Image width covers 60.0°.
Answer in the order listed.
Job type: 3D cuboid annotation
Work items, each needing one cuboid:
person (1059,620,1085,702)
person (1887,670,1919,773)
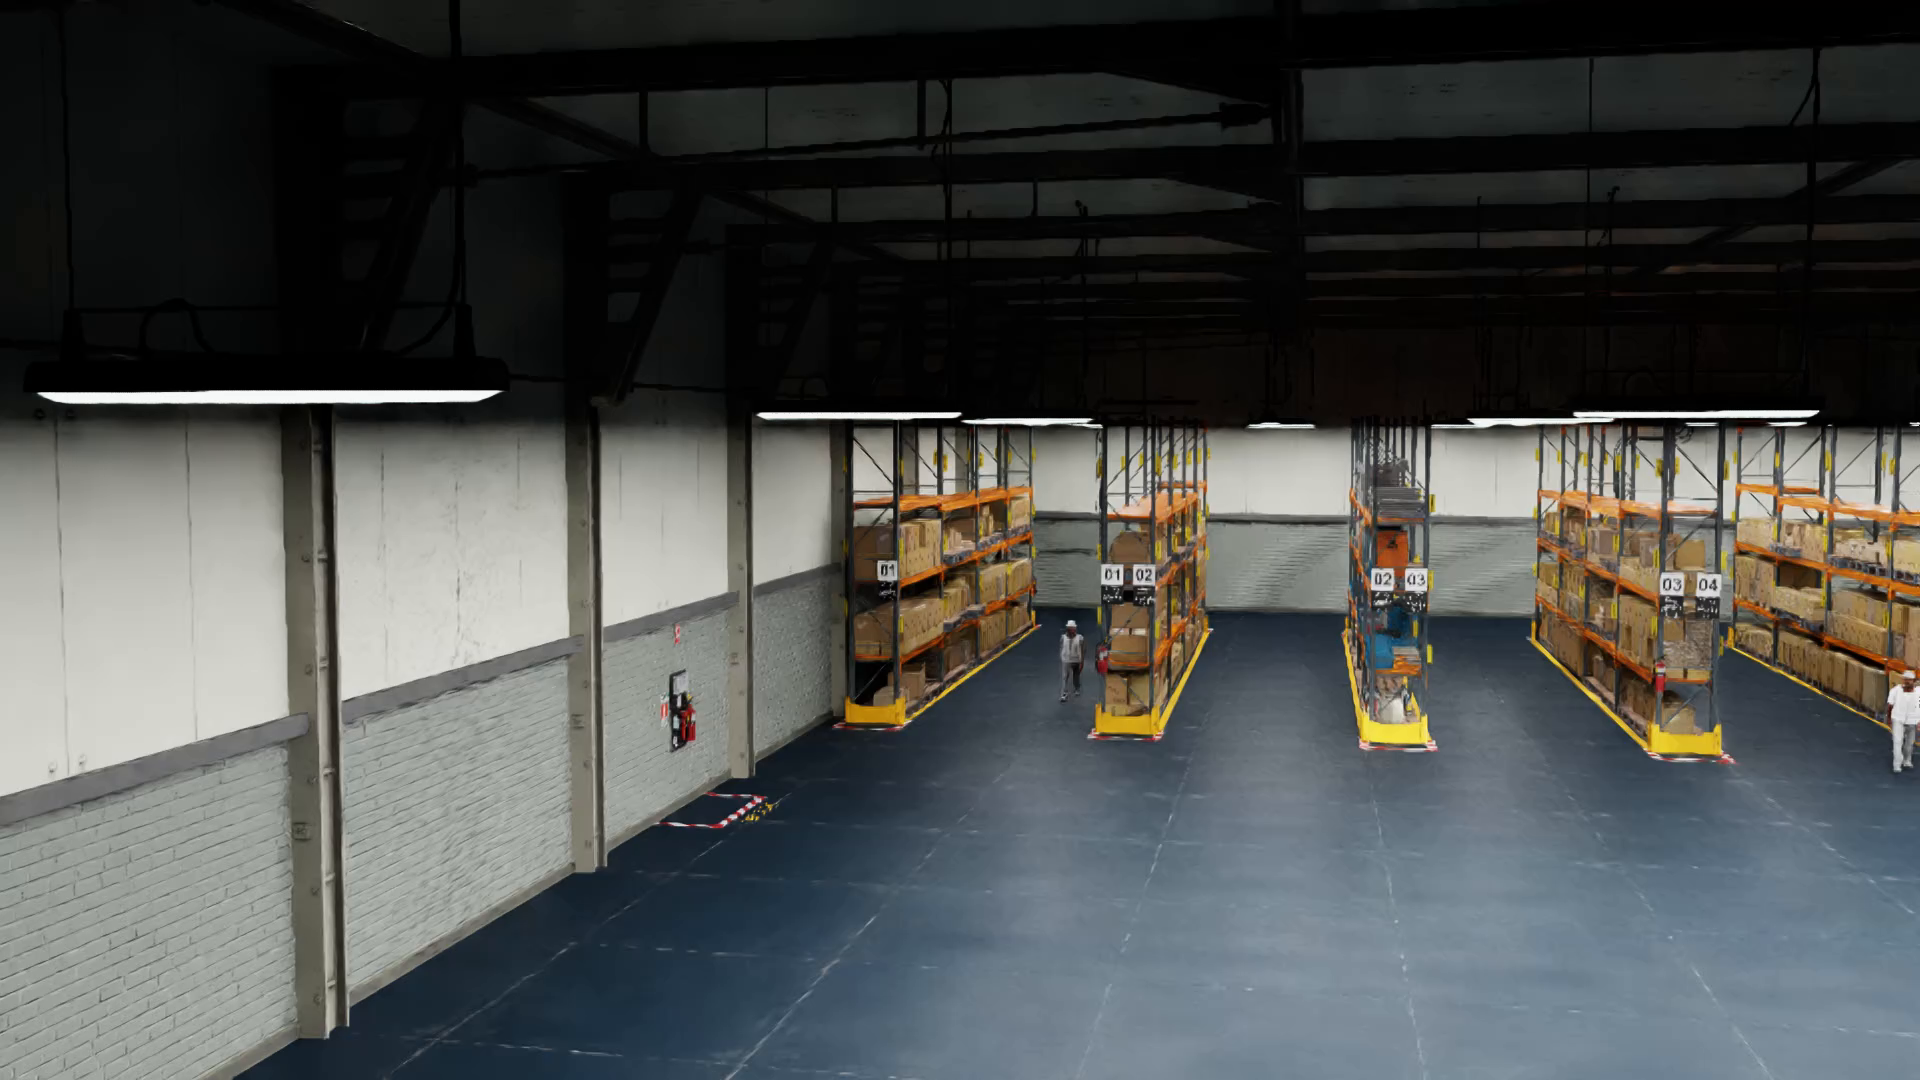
[{"bbox_3d":[2.372,2.526,35.098,0.543,1.700,1.118,1,4,10],"label":"person"},{"bbox_3d":[15.807,3.011,27.750,0.571,1.706,1.042,1,4,21],"label":"person"}]
